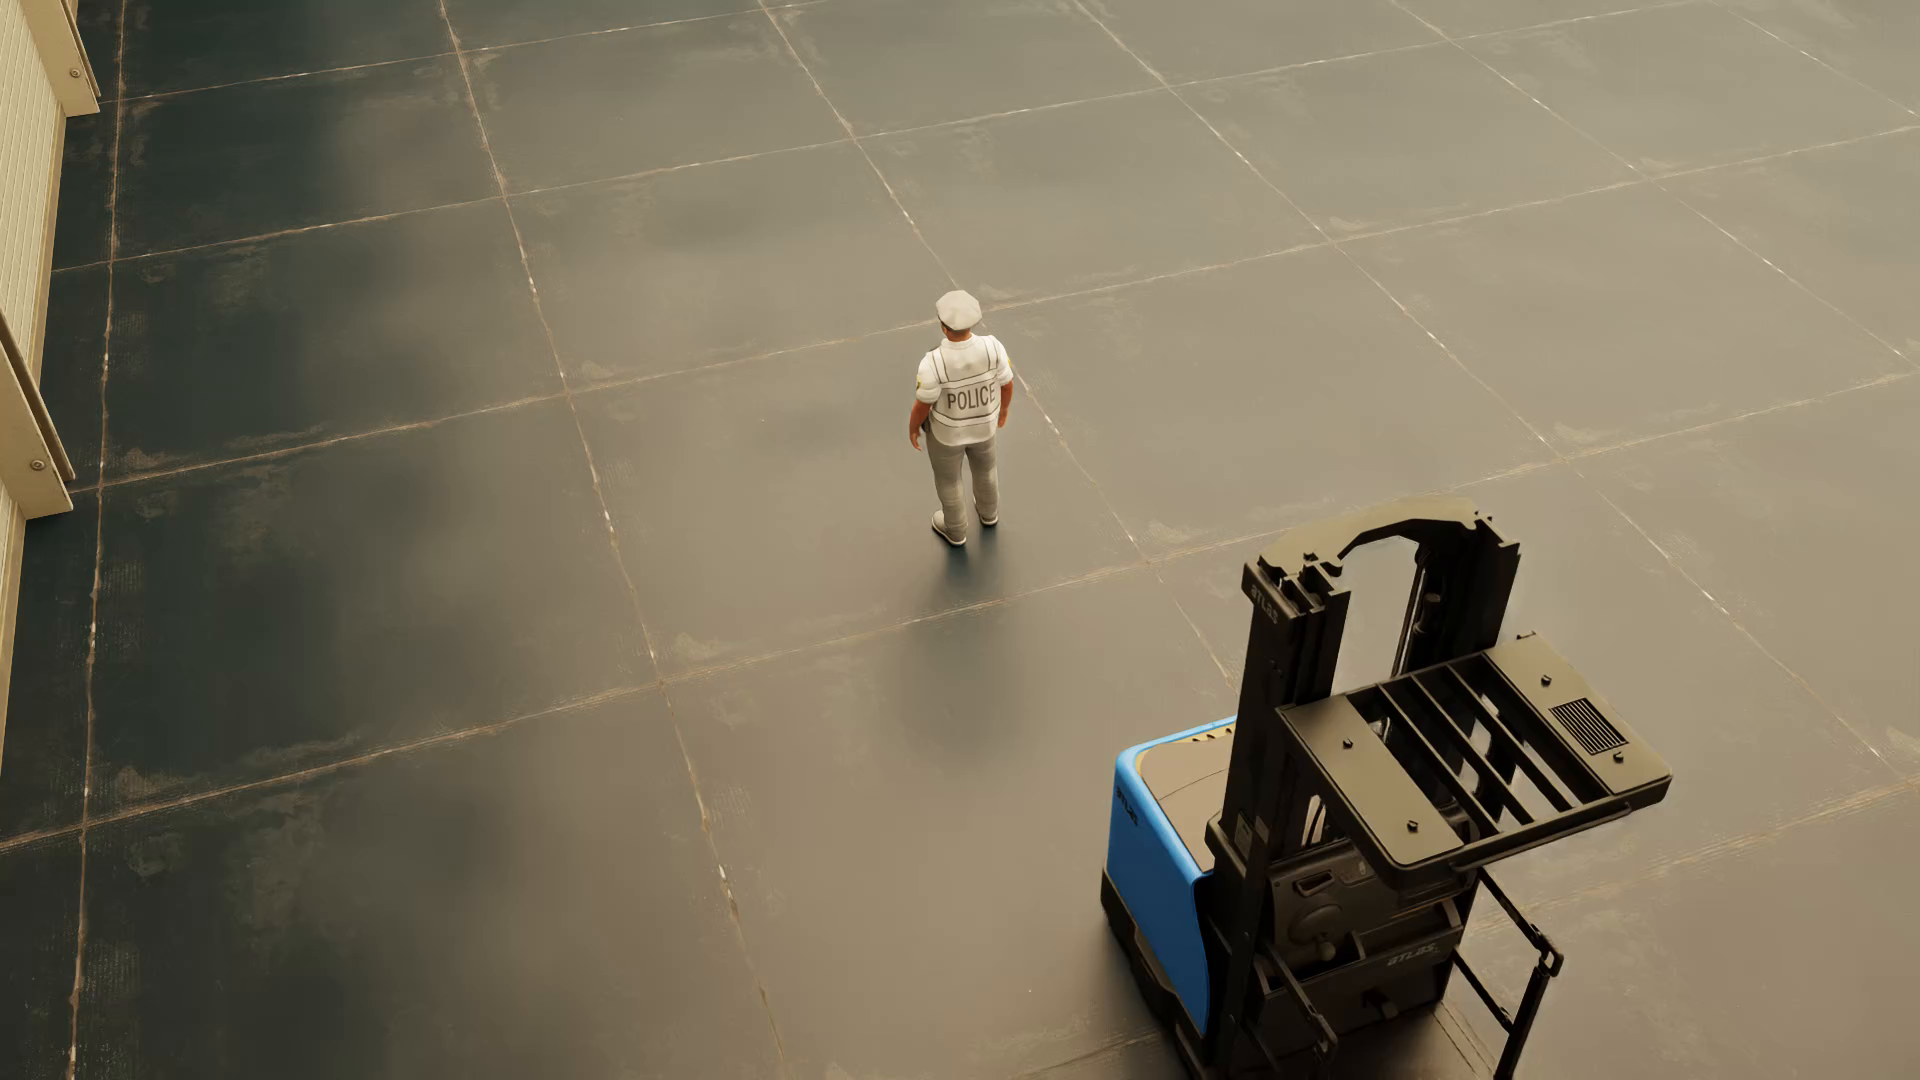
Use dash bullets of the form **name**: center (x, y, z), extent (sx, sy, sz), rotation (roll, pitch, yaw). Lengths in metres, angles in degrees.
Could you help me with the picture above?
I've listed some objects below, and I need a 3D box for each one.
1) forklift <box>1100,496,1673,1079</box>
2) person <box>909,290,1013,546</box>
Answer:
- **forklift**: center (1.697, 1.418, 6.307), extent (1.130, 2.935, 3.031), rotation (-14, 42, -16)
- **person**: center (-0.016, -0.738, 9.757), extent (0.641, 1.780, 0.574), rotation (-13, 42, -15)
